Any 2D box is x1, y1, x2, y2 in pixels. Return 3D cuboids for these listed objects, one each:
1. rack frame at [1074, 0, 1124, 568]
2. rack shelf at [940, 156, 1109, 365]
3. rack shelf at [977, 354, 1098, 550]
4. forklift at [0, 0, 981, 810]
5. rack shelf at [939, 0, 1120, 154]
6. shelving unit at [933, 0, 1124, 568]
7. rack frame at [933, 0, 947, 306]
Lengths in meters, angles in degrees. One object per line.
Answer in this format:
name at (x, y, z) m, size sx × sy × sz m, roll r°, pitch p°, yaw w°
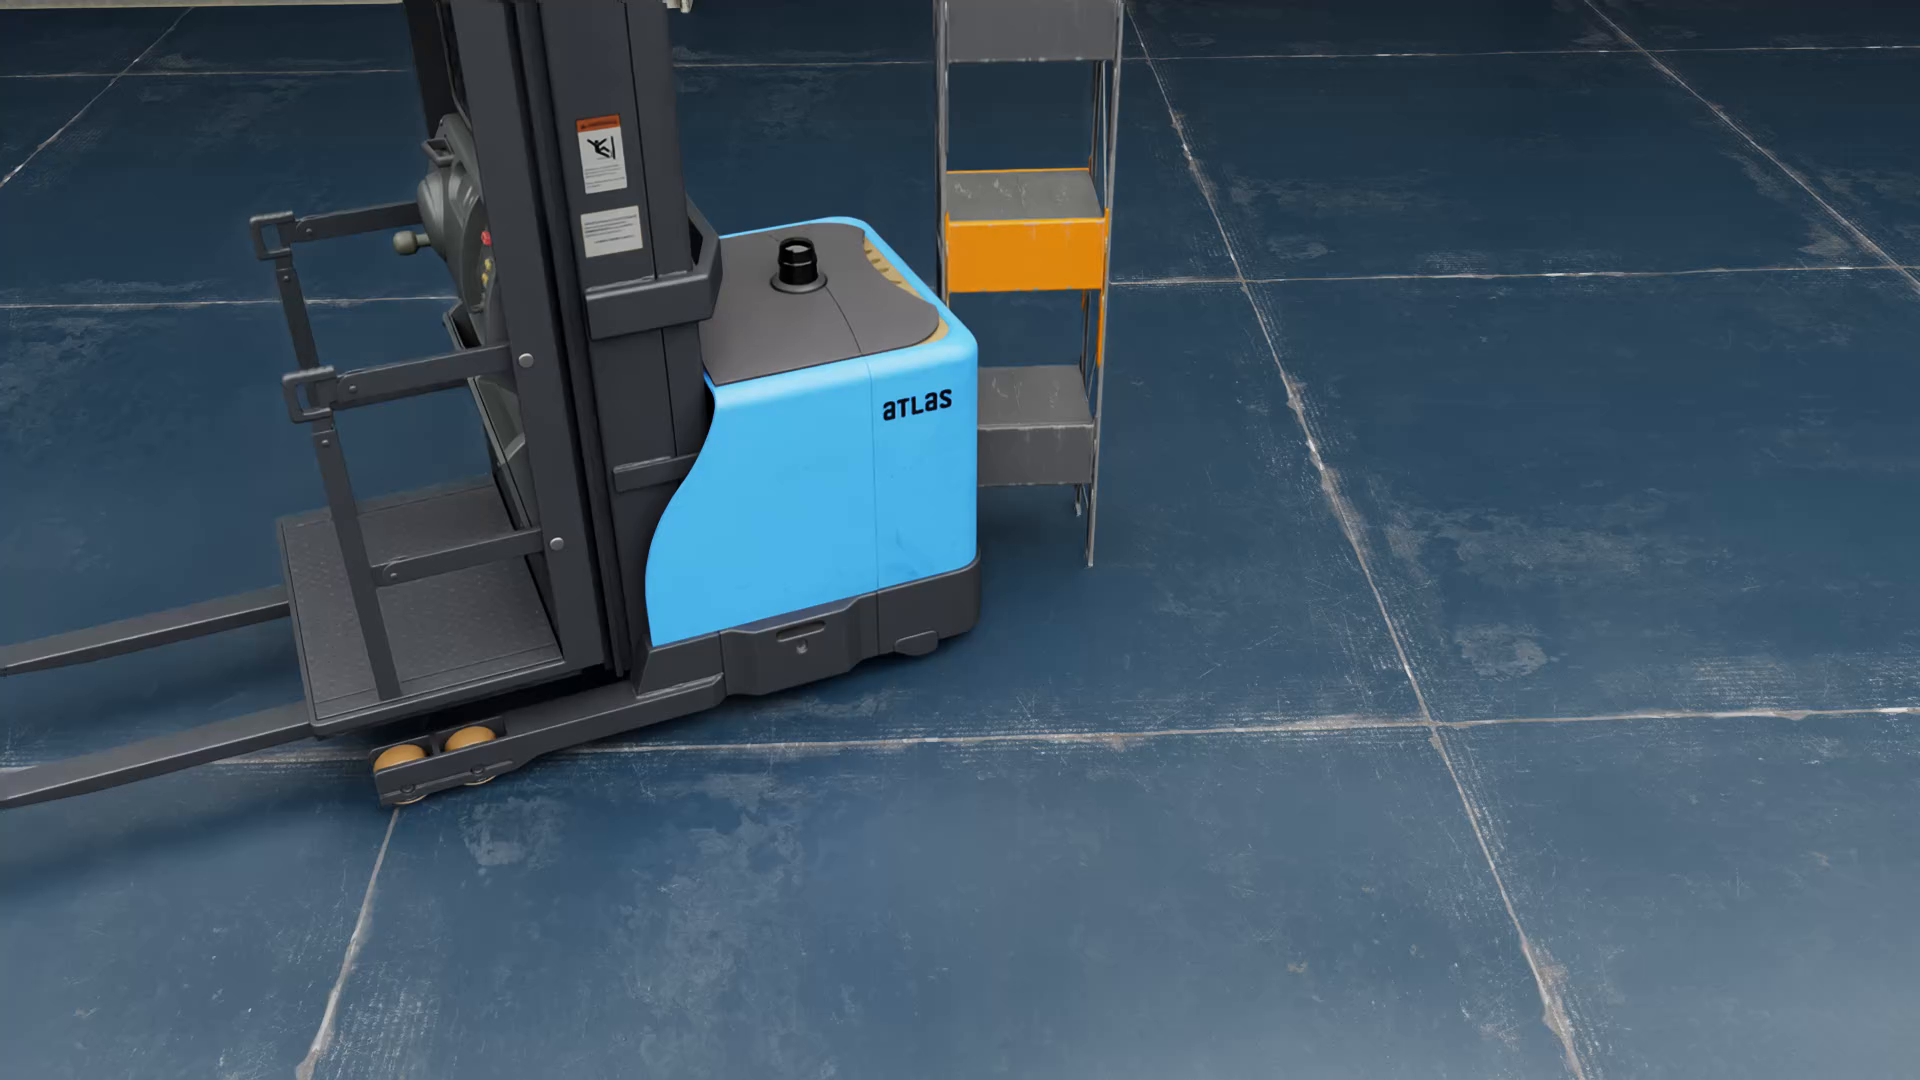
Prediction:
rack frame at (0.428, -0.884, 5.182) m, size 0.015 × 2.100 × 0.400 m, roll -2°, pitch 35°, yaw -3°
rack shelf at (0.185, -0.864, 5.178) m, size 0.480 × 0.518 × 0.431 m, roll -2°, pitch 35°, yaw -3°
rack shelf at (0.185, -0.289, 5.576) m, size 0.480 × 0.518 × 0.431 m, roll -2°, pitch 35°, yaw -3°
forklift at (-1.499, -0.805, 4.338) m, size 3.031 × 2.935 × 1.130 m, roll -14°, pitch 37°, yaw -19°
rack shelf at (0.185, -1.440, 4.779) m, size 0.480 × 0.518 × 0.431 m, roll -2°, pitch 35°, yaw -3°
shelving unit at (0.185, -0.875, 5.170) m, size 0.503 × 2.100 × 0.431 m, roll -2°, pitch 35°, yaw -3°
rack frame at (-0.059, -0.867, 5.158) m, size 0.015 × 2.100 × 0.400 m, roll -2°, pitch 35°, yaw -3°
